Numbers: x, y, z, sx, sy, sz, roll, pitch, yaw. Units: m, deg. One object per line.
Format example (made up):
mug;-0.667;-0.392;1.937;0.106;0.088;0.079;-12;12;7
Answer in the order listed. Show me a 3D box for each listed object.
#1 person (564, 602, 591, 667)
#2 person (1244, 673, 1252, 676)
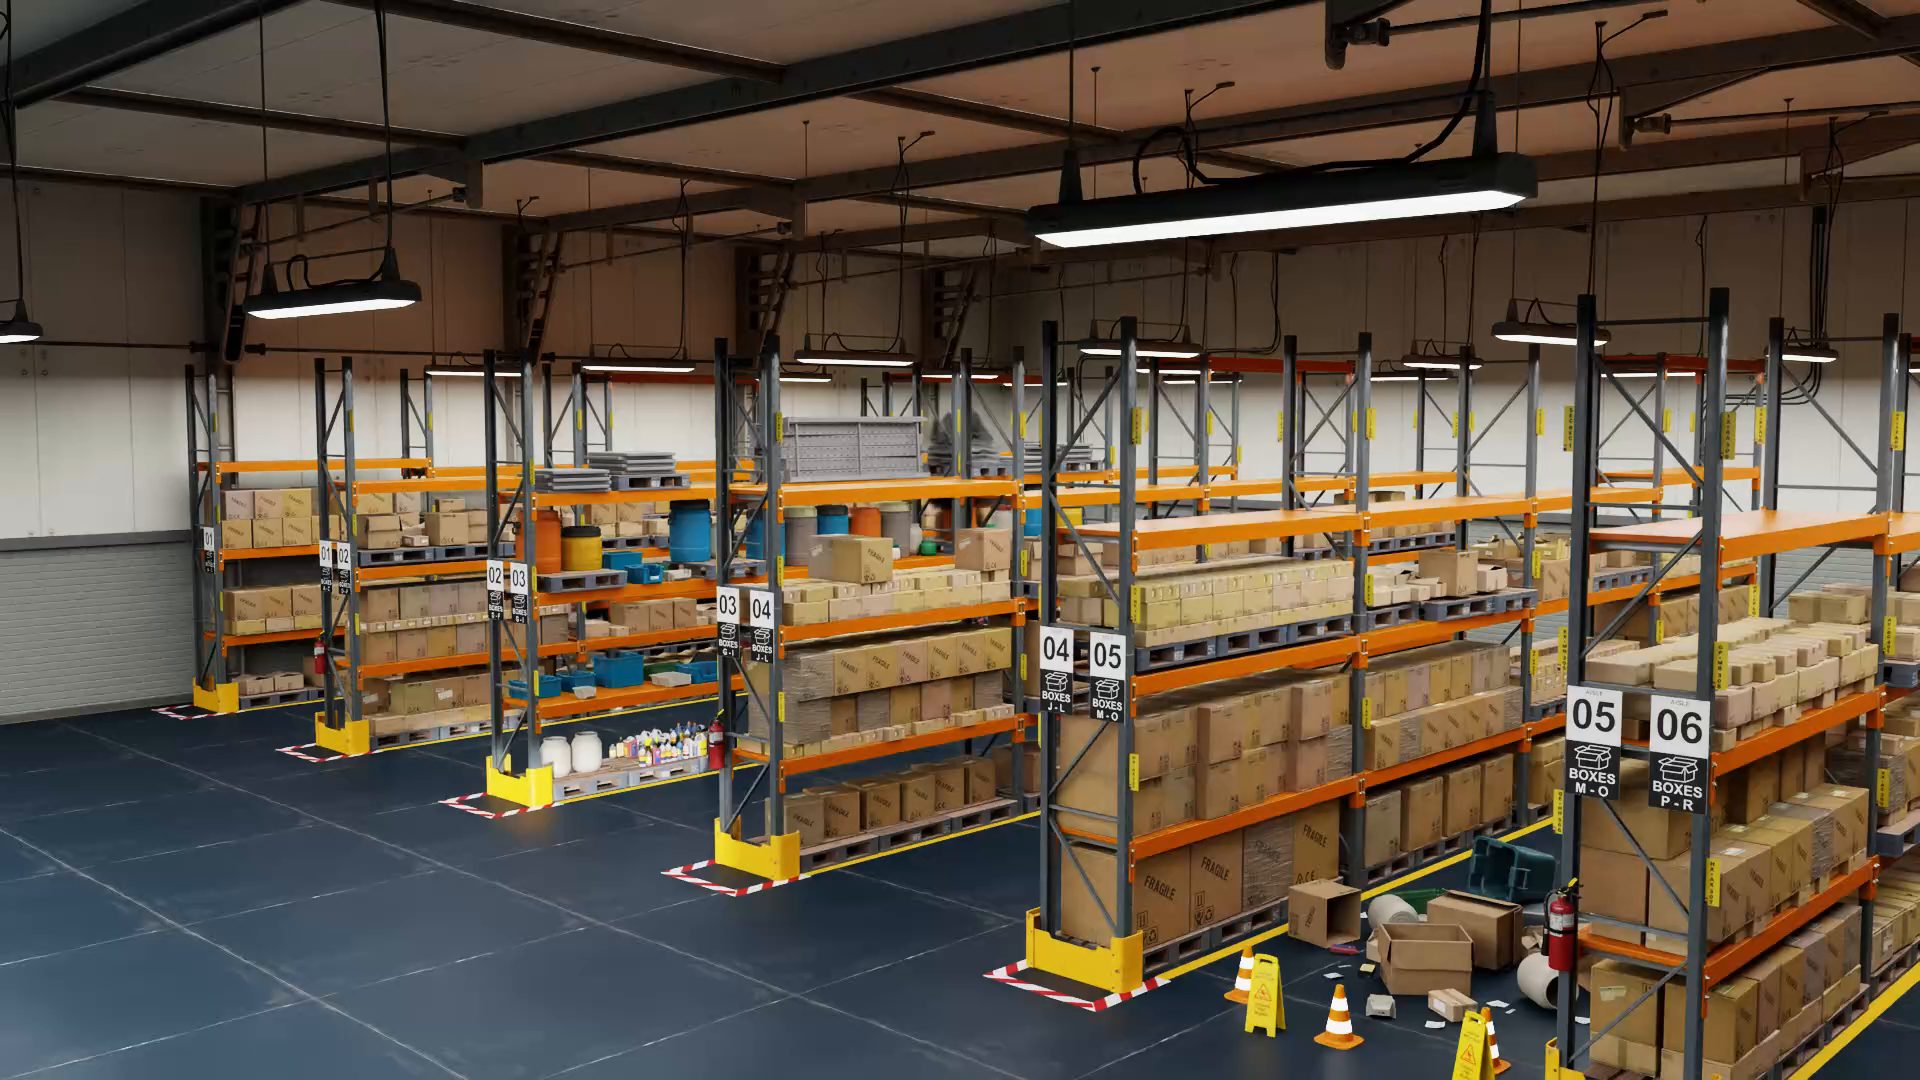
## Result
person;-7.357;1.927;31.906;0.571;1.607;0.869;2;5;29
person;4.054;2.524;22.995;0.677;1.749;0.728;-4;6;-42
